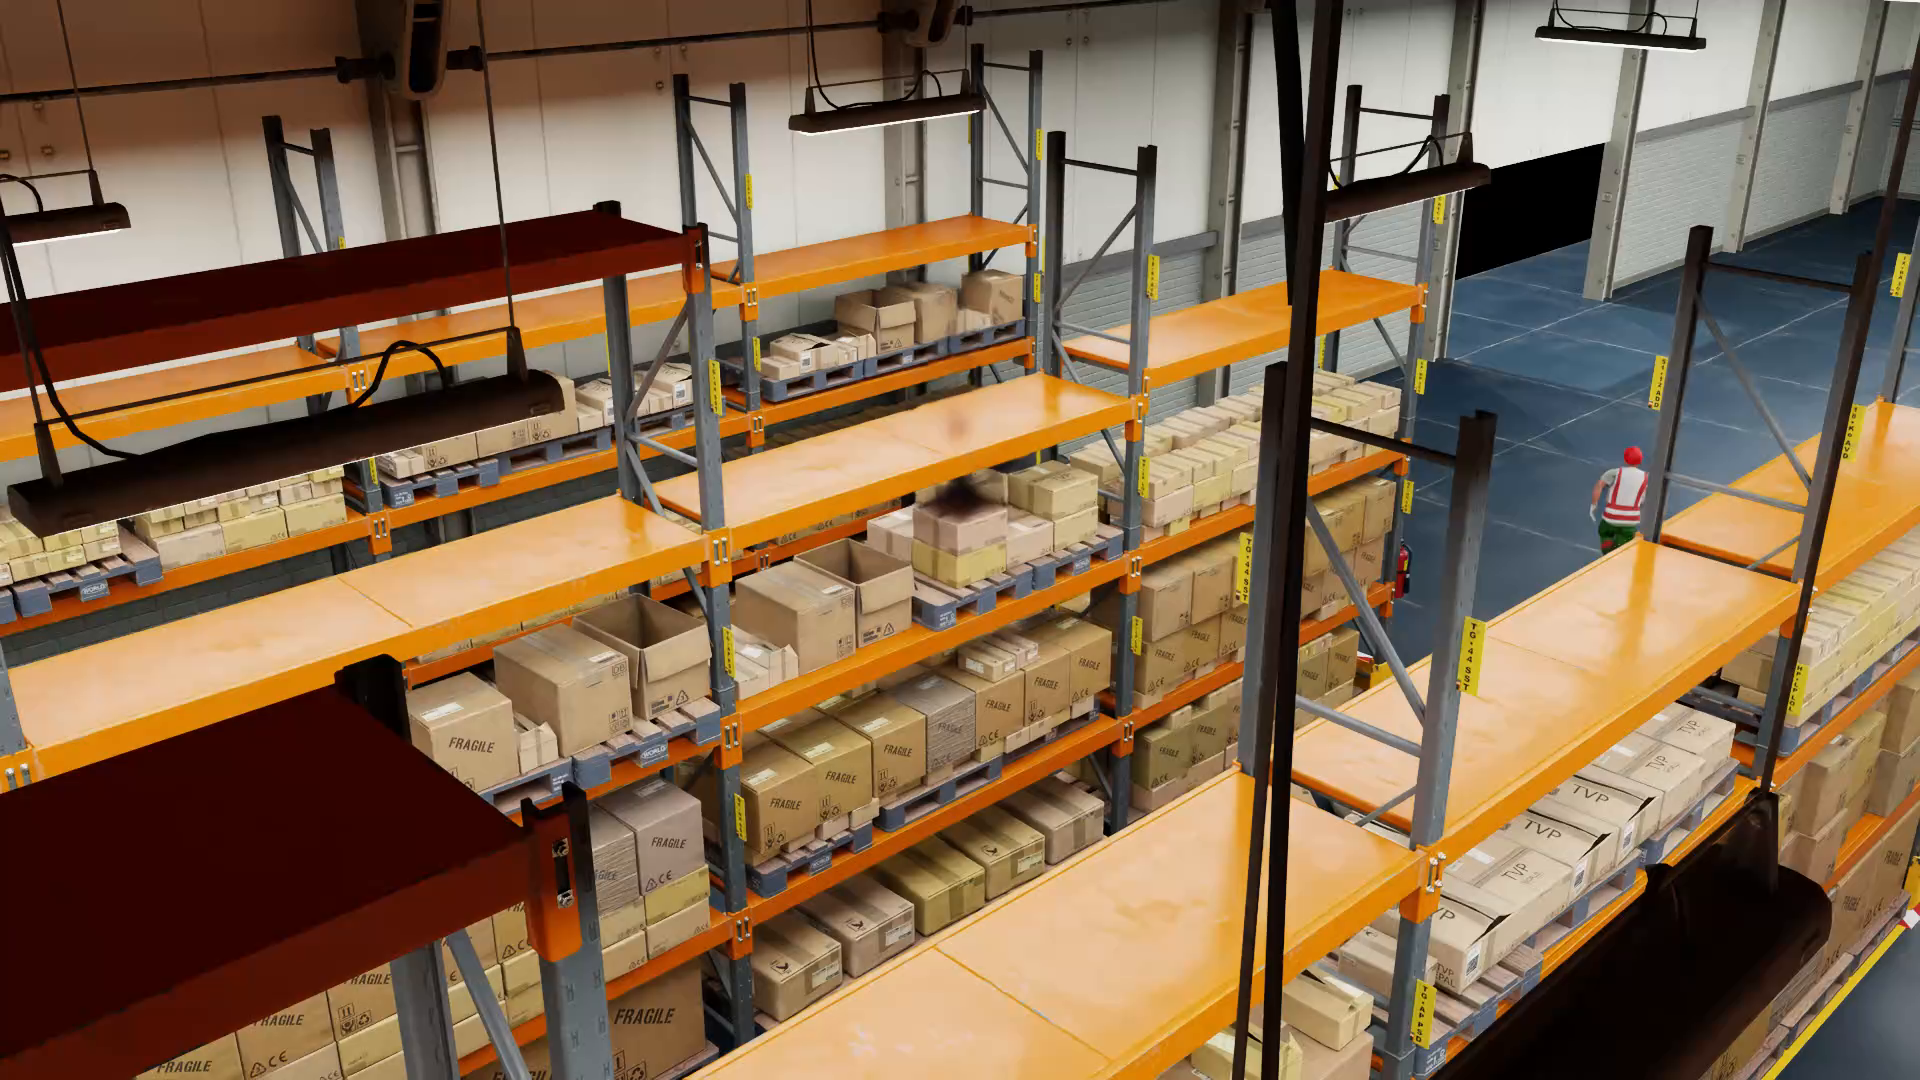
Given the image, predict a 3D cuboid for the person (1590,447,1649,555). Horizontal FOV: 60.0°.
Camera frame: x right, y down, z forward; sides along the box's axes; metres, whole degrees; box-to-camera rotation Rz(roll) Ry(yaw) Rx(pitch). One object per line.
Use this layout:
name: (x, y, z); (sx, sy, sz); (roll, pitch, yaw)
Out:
person: (7.607, -0.265, 19.214); (0.707, 1.728, 0.657); (6, 23, 14)
